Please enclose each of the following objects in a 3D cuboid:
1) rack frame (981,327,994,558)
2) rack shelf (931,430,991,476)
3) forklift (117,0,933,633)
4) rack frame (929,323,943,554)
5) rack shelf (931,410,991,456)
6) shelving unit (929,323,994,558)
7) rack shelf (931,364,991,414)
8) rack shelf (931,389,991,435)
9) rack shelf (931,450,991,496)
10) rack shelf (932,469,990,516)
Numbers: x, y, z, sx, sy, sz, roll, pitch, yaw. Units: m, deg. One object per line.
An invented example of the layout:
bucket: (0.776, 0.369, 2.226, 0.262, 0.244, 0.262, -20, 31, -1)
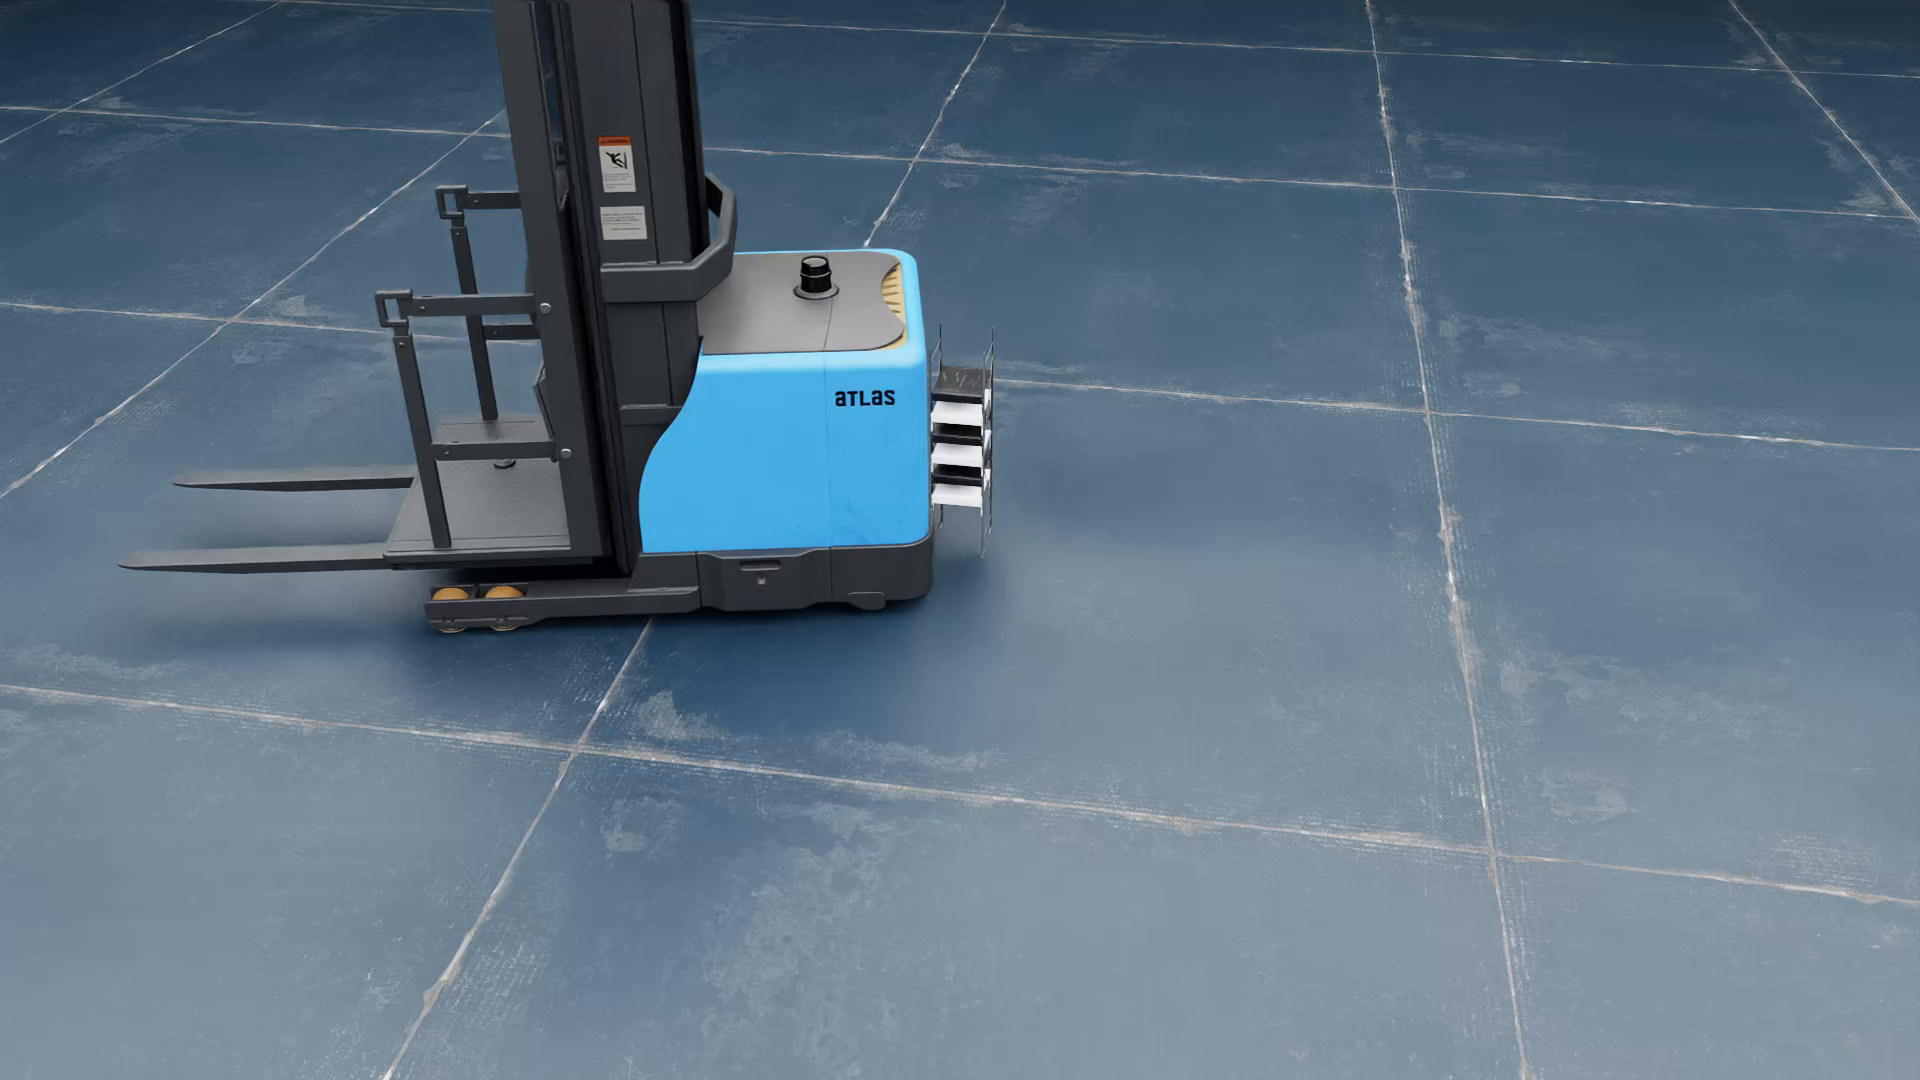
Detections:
rack frame: (0.108, -0.372, 6.496, 0.006, 0.900, 0.240, 5, 32, 8)
rack shelf: (0.008, -0.352, 6.528, 0.200, 0.077, 0.258, 5, 32, 8)
forklift: (-1.644, -1.187, 5.884, 3.031, 2.935, 1.130, -2, 32, -3)
rack frame: (-0.092, -0.390, 6.525, 0.006, 0.900, 0.240, 5, 32, 8)
rack shelf: (0.008, -0.429, 6.480, 0.200, 0.077, 0.258, 5, 32, 8)
shelving unit: (0.008, -0.381, 6.510, 0.210, 0.900, 0.258, 5, 32, 8)
rack shelf: (0.008, -0.581, 6.384, 0.200, 0.077, 0.258, 5, 32, 8)
rack shelf: (0.008, -0.505, 6.432, 0.200, 0.077, 0.258, 5, 32, 8)
rack shelf: (0.008, -0.276, 6.576, 0.200, 0.077, 0.258, 5, 32, 8)
rack shelf: (0.008, -0.200, 6.623, 0.200, 0.077, 0.258, 5, 32, 8)
